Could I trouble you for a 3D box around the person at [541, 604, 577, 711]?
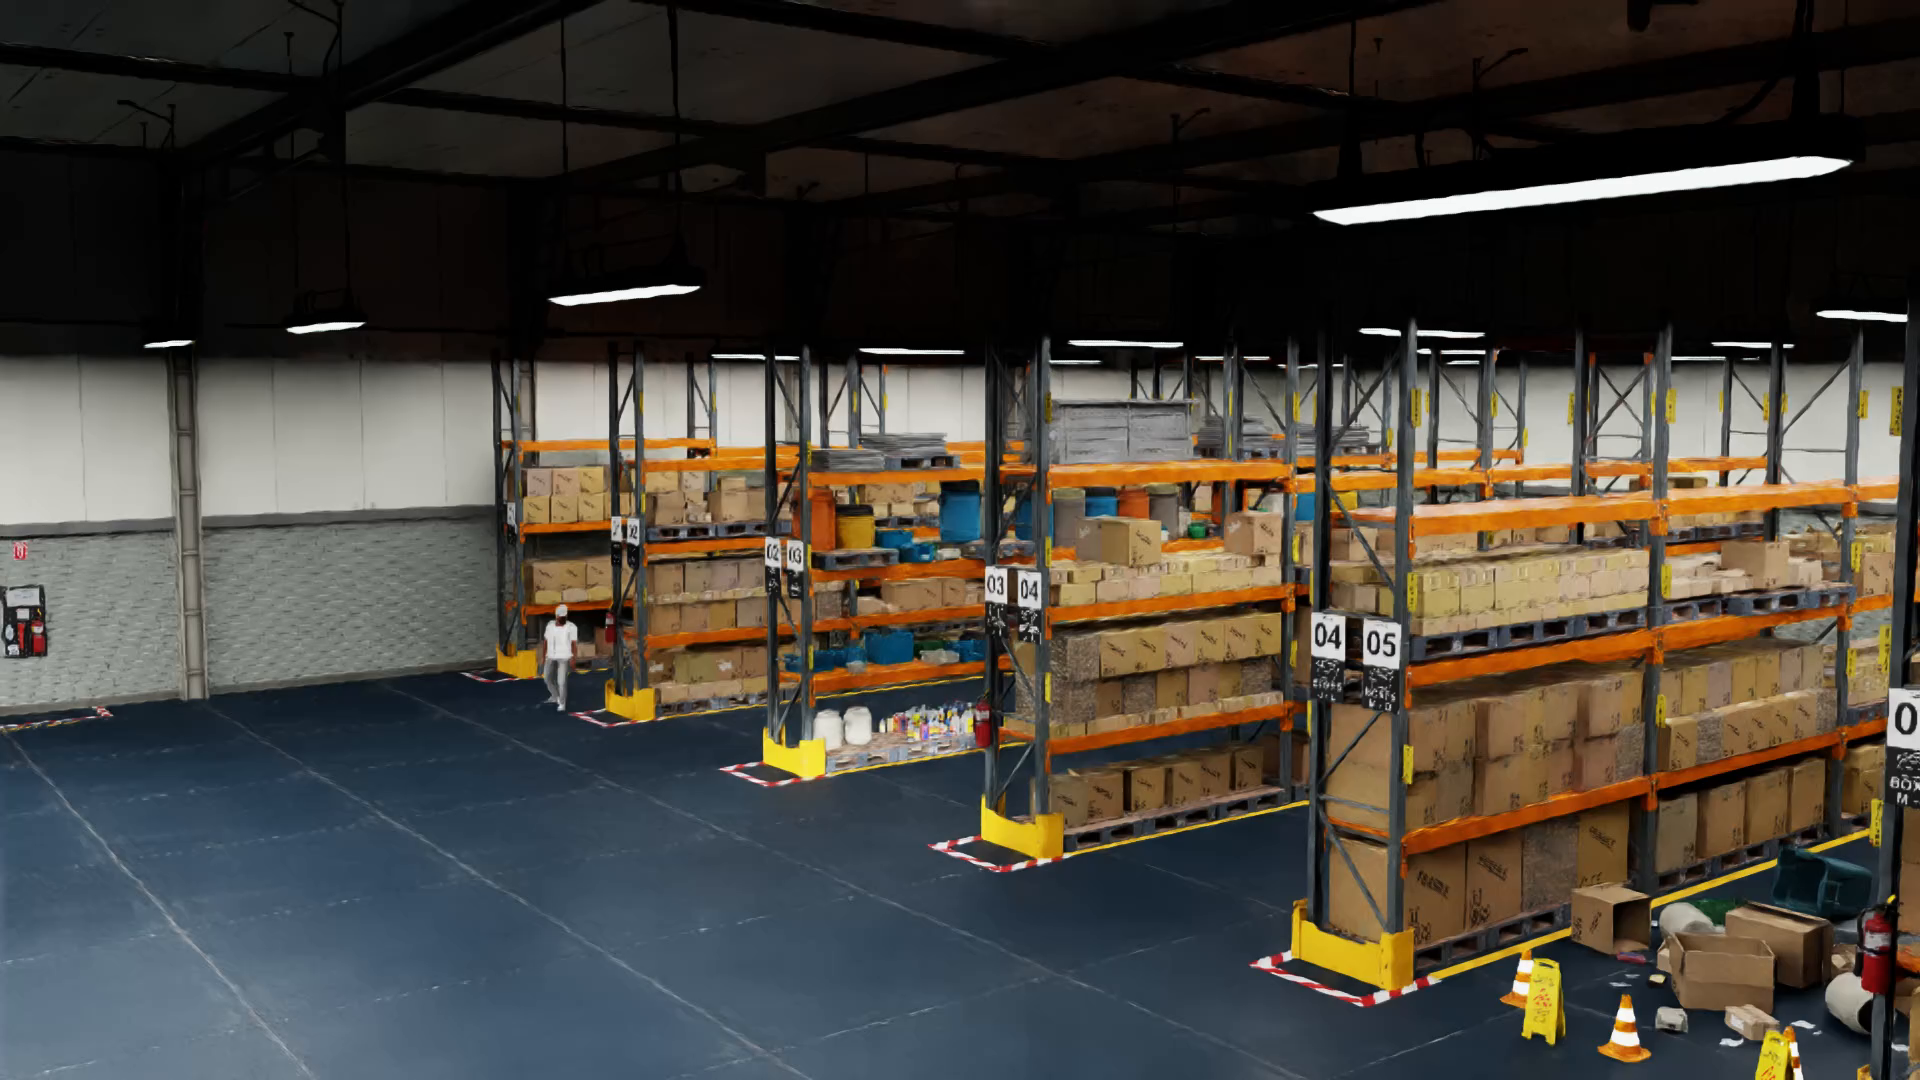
[{"bbox_3d":[-6.589,1.905,27.275,0.745,1.744,0.528,2,5,17],"label":"person"}]
